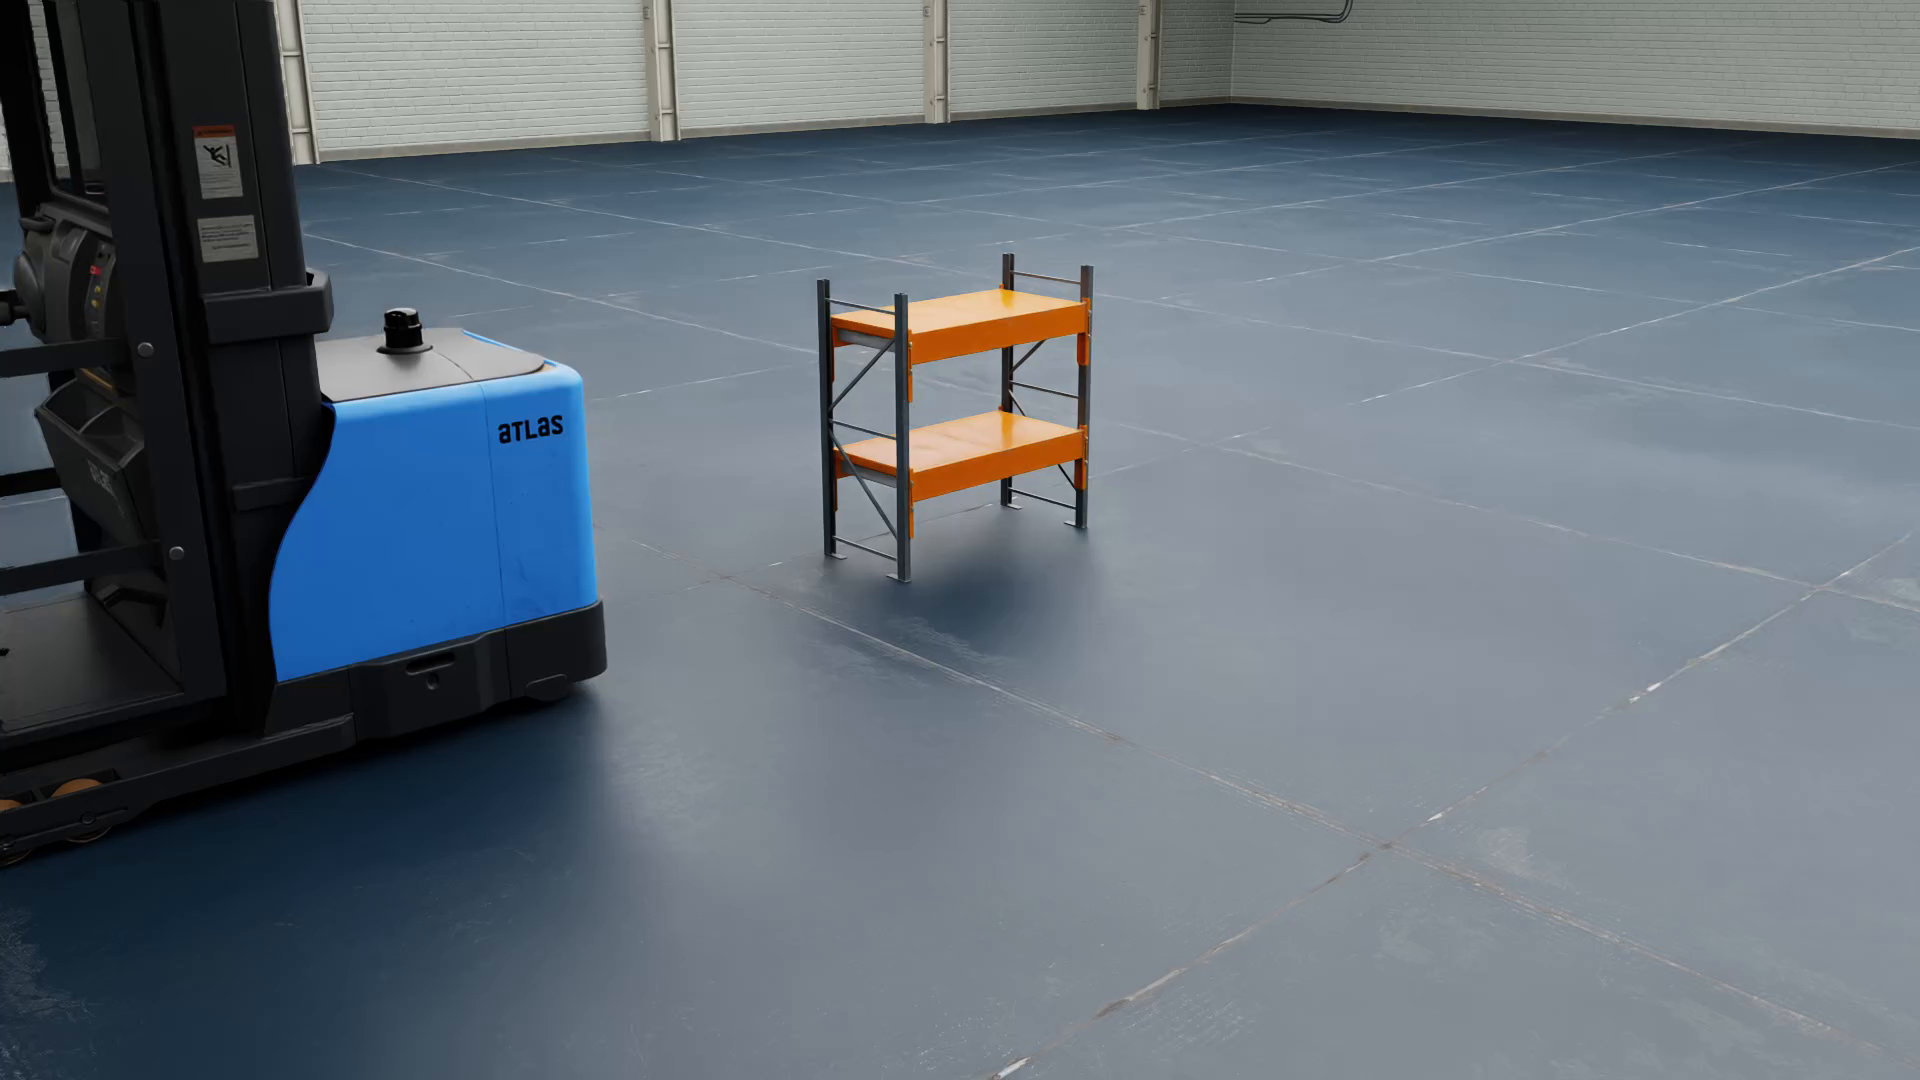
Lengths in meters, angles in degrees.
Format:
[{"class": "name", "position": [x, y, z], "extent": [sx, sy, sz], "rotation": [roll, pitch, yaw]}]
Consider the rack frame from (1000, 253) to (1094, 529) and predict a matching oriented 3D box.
[{"class": "rack frame", "position": [0.364, -0.641, 7.139], "extent": [0.032, 1.125, 0.500], "rotation": [-16, 24, -41]}]

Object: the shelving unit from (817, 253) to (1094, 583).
[{"class": "shelving unit", "position": [-0.005, -0.534, 6.807], "extent": [1.048, 1.125, 0.538], "rotation": [-16, 24, -41]}]

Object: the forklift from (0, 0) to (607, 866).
[{"class": "forklift", "position": [-2.614, -0.725, 4.469], "extent": [3.031, 2.935, 1.130], "rotation": [-14, 23, -37]}]

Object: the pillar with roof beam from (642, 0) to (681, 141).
[{"class": "pillar with roof beam", "position": [-1.829, -9.814, 22.662], "extent": [0.400, 9.000, 9.100], "rotation": [-16, 24, -41]}]

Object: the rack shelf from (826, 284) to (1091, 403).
[{"class": "rack shelf", "position": [-0.005, -0.812, 6.717], "extent": [1.000, 0.278, 0.538], "rotation": [-16, 24, -41]}]

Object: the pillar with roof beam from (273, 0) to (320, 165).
[{"class": "pillar with roof beam", "position": [-6.188, -8.542, 18.741], "extent": [0.400, 9.000, 9.100], "rotation": [-16, 24, -41]}]

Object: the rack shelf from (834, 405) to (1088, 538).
[{"class": "rack shelf", "position": [-0.005, -0.301, 6.882], "extent": [1.000, 0.278, 0.538], "rotation": [-16, 24, -41]}]

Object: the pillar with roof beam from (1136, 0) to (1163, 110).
[{"class": "pillar with roof beam", "position": [6.891, -12.356, 30.505], "extent": [0.400, 9.000, 9.100], "rotation": [-16, 24, -41]}]

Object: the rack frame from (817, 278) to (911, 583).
[{"class": "rack frame", "position": [-0.374, -0.426, 6.475], "extent": [0.032, 1.125, 0.500], "rotation": [-16, 24, -41]}]

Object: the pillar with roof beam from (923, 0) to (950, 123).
[{"class": "pillar with roof beam", "position": [2.531, -11.085, 26.583], "extent": [0.400, 9.000, 9.100], "rotation": [-16, 24, -41]}]

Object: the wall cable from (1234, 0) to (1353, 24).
[{"class": "wall cable", "position": [6.982, -12.172, 34.971], "extent": [0.112, 2.526, 3.097], "rotation": [-16, 24, -41]}]
